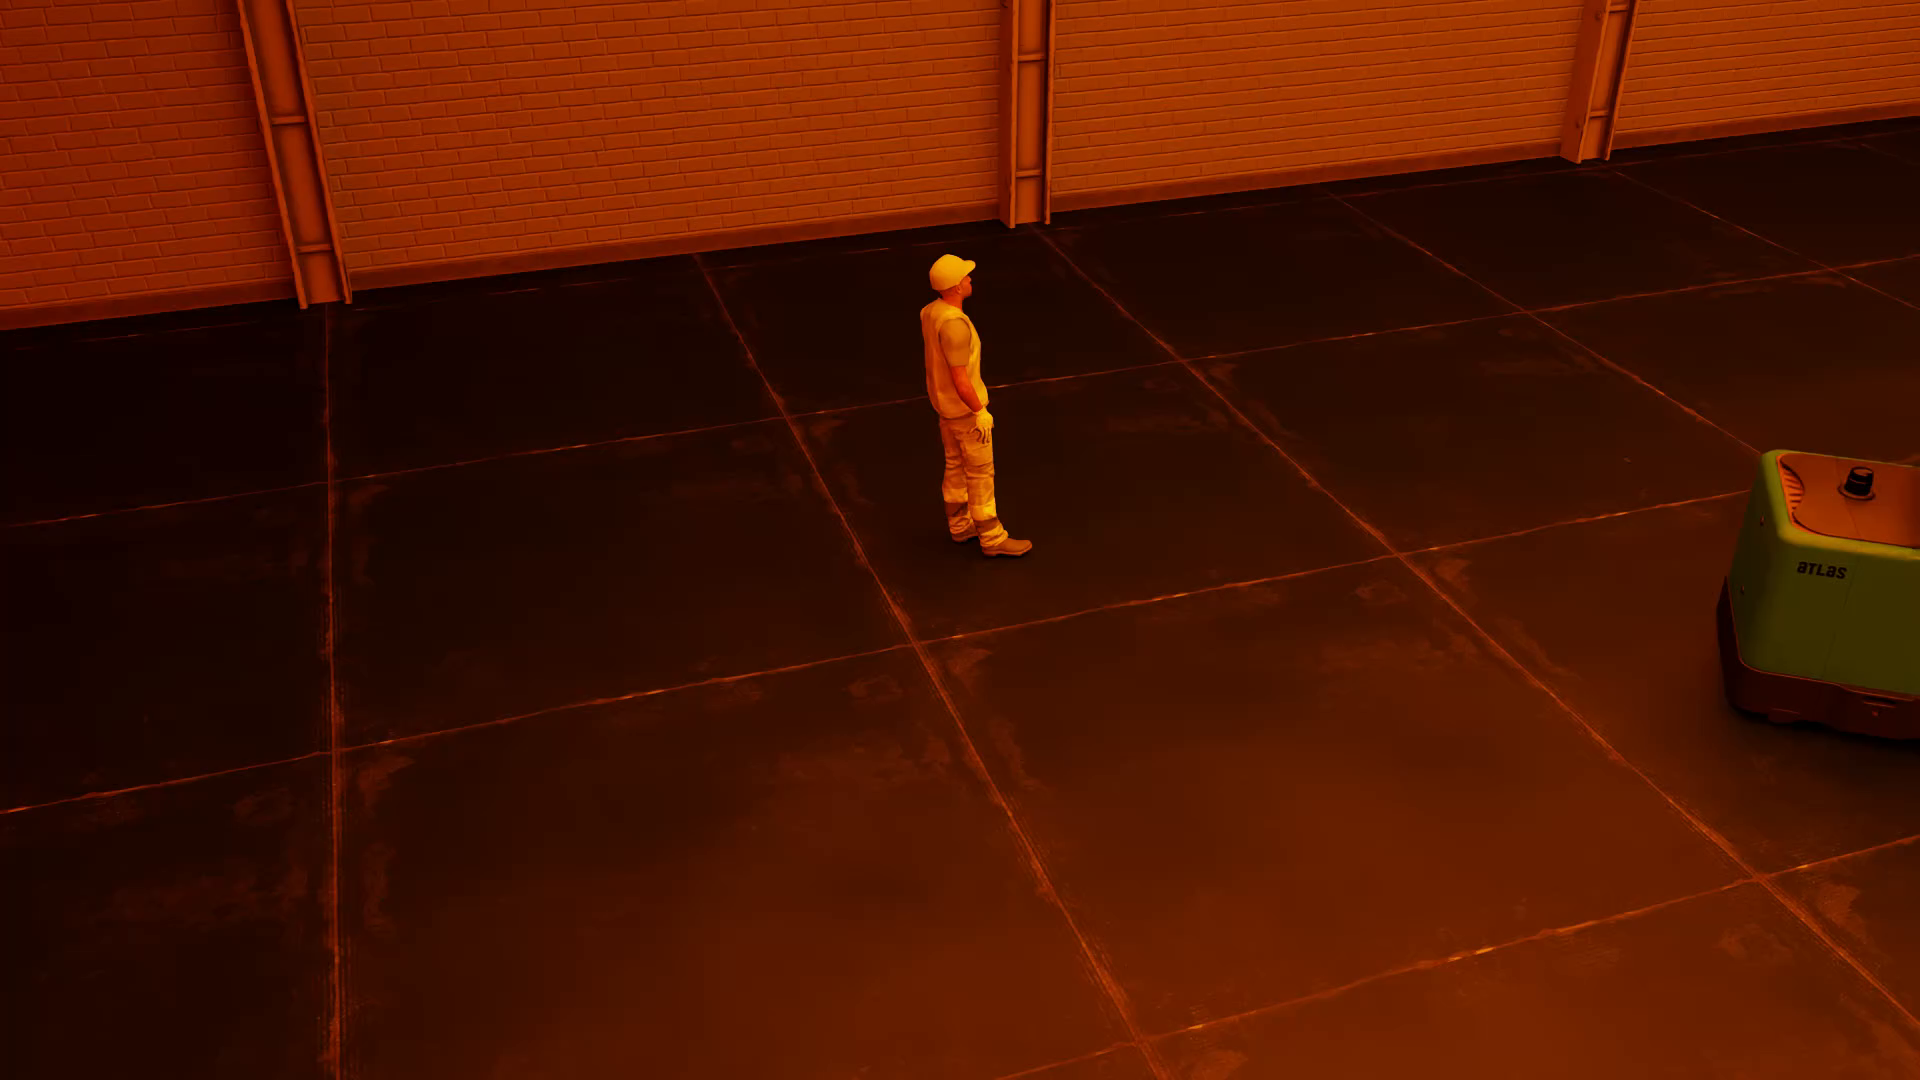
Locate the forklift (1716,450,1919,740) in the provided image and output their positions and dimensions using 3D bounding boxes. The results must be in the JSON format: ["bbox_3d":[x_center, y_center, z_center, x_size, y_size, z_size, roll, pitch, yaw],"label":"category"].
[{"bbox_3d":[5.491,-0.377,7.742,3.031,2.935,1.130,9,31,15],"label":"forklift"}]

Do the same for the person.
[{"bbox_3d":[0.080,-0.789,9.588,0.564,1.787,0.637,-10,31,-16],"label":"person"}]
